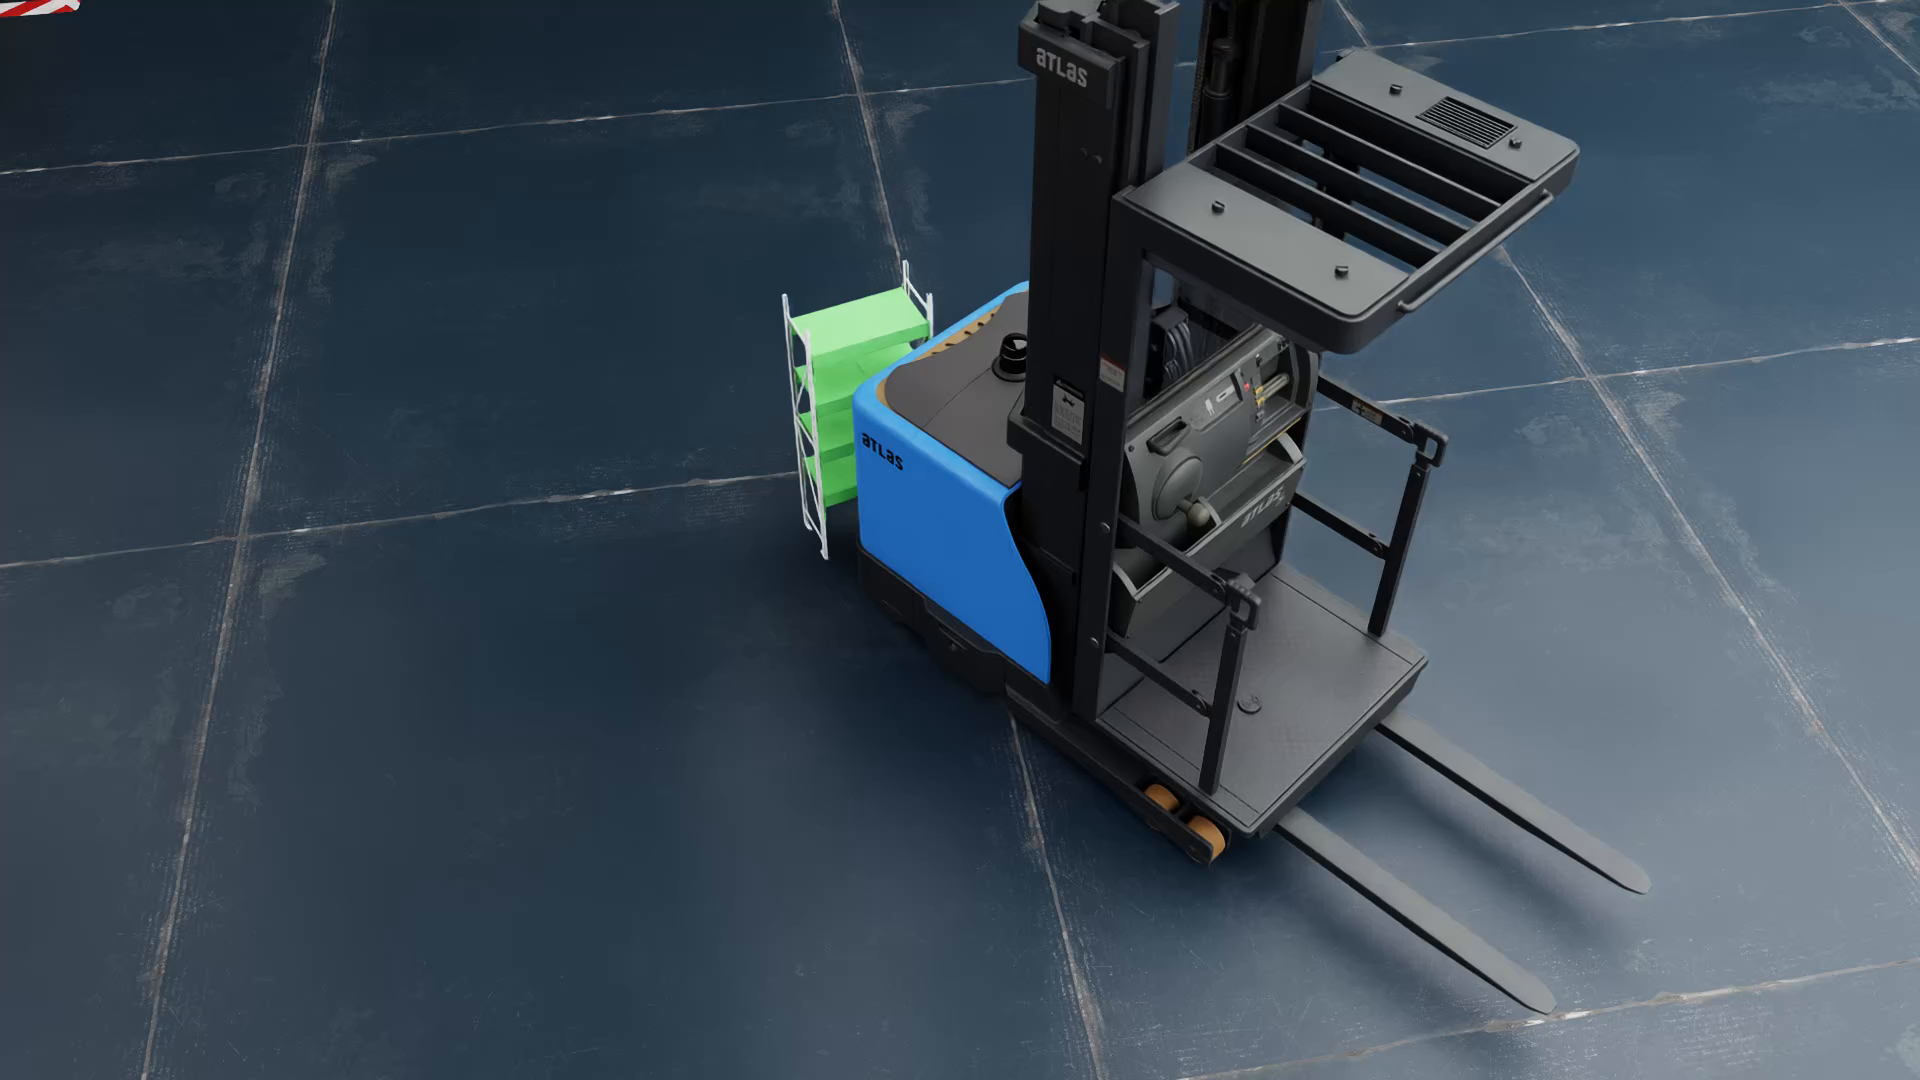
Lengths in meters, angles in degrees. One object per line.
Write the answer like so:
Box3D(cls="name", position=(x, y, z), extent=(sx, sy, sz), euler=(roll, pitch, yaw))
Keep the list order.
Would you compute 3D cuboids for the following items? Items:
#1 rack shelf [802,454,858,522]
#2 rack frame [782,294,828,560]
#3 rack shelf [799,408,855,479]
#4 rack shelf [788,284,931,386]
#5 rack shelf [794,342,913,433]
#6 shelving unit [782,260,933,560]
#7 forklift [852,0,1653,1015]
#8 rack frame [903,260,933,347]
Box3D(cls="rack shelf", position=(-0.380, -0.278, 6.800), extent=(0.480, 0.148, 0.258), euler=(-19, 49, -17))
Box3D(cls="rack frame", position=(-0.601, -0.414, 6.509), extent=(0.015, 1.200, 0.240), euler=(-19, 49, -17))
Box3D(cls="rack shelf", position=(-0.380, -0.445, 6.627), extent=(0.480, 0.148, 0.258), euler=(-19, 49, -17))
Box3D(cls="rack shelf", position=(-0.380, -0.778, 6.281), extent=(0.480, 0.148, 0.258), euler=(-19, 49, -17))
Box3D(cls="rack shelf", position=(-0.380, -0.611, 6.454), extent=(0.480, 0.148, 0.258), euler=(-19, 49, -17))
Box3D(cls="shelving unit", position=(-0.380, -0.489, 6.581), extent=(0.503, 1.200, 0.258), euler=(-19, 49, -17))
Box3D(cls="forklift", position=(0.996, -0.311, 5.208), extent=(3.031, 2.935, 1.130), euler=(35, 56, 29))
Box3D(cls="rack frame", position=(-0.160, -0.564, 6.653), extent=(0.015, 1.200, 0.240), euler=(-19, 49, -17))
